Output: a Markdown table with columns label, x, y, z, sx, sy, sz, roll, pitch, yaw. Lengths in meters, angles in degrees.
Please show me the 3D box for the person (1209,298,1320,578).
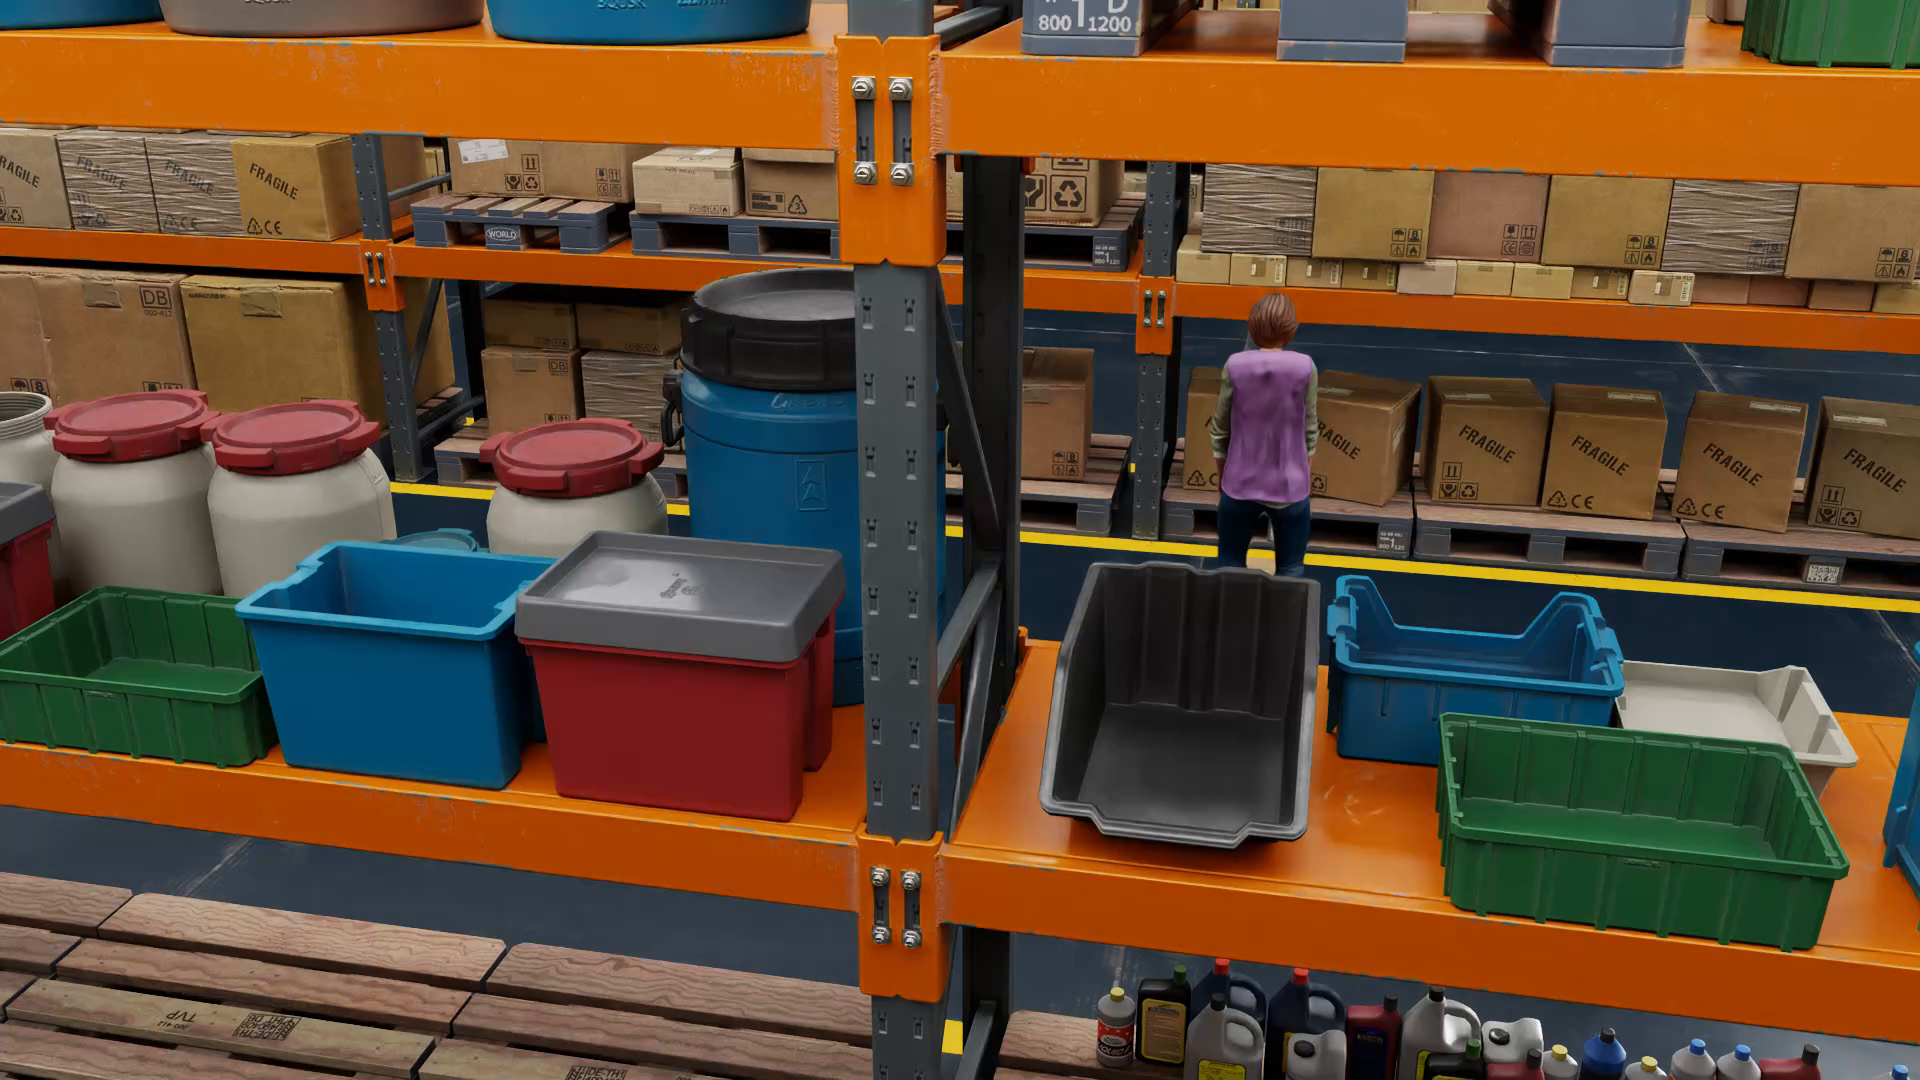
| label | x | y | z | sx | sy | sz | roll | pitch | yaw |
| --- | --- | --- | --- | --- | --- | --- | --- | --- | --- |
| person | 1.201 | -0.182 | 6.669 | 0.433 | 1.523 | 0.417 | 5 | 22 | 12 |
